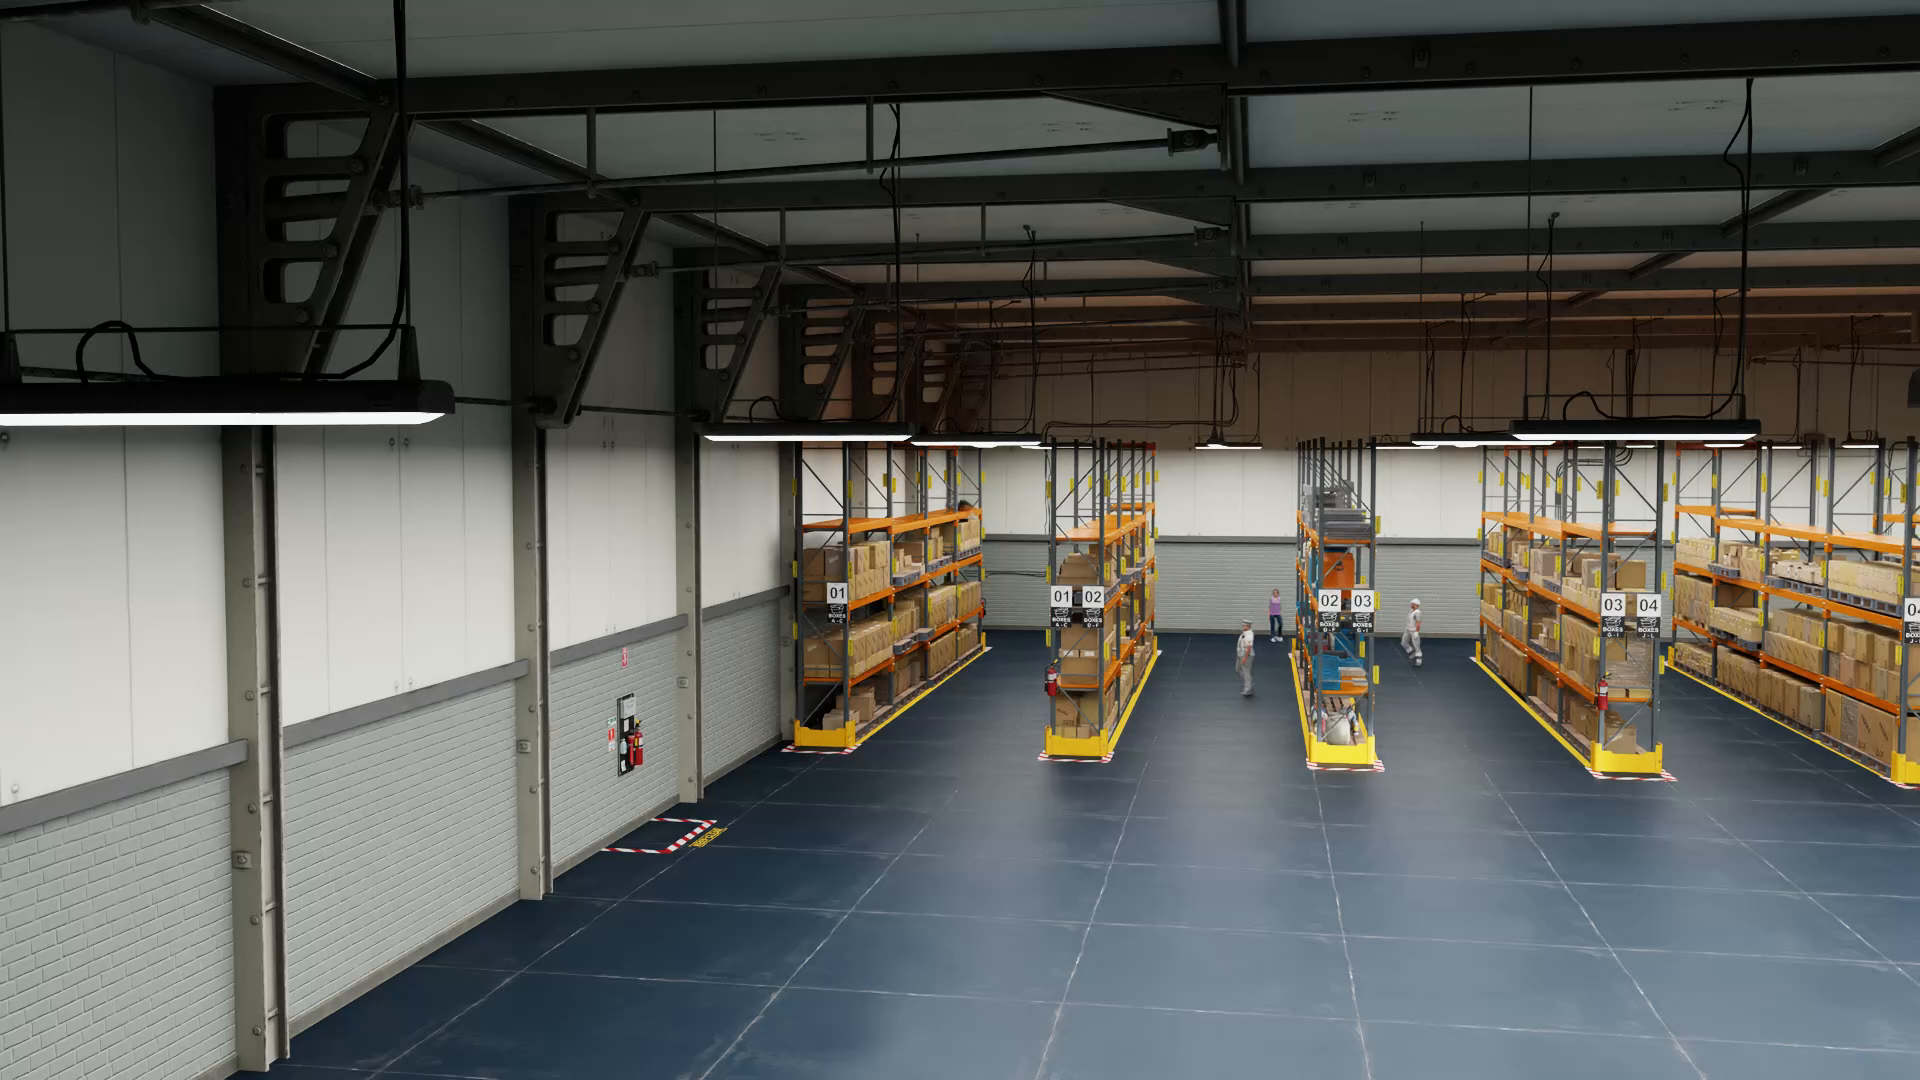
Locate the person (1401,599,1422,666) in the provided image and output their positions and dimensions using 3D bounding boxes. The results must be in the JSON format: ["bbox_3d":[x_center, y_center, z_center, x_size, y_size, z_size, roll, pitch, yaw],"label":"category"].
[{"bbox_3d":[12.150,2.461,44.545,0.385,1.787,0.643,-1,3,-19],"label":"person"}]

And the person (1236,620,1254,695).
[{"bbox_3d":[6.773,2.772,39.361,0.450,1.774,0.629,0,3,-9],"label":"person"}]

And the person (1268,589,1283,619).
[{"bbox_3d":[9.525,1.945,50.212,0.443,0.940,0.278,0,3,0],"label":"person"}]
